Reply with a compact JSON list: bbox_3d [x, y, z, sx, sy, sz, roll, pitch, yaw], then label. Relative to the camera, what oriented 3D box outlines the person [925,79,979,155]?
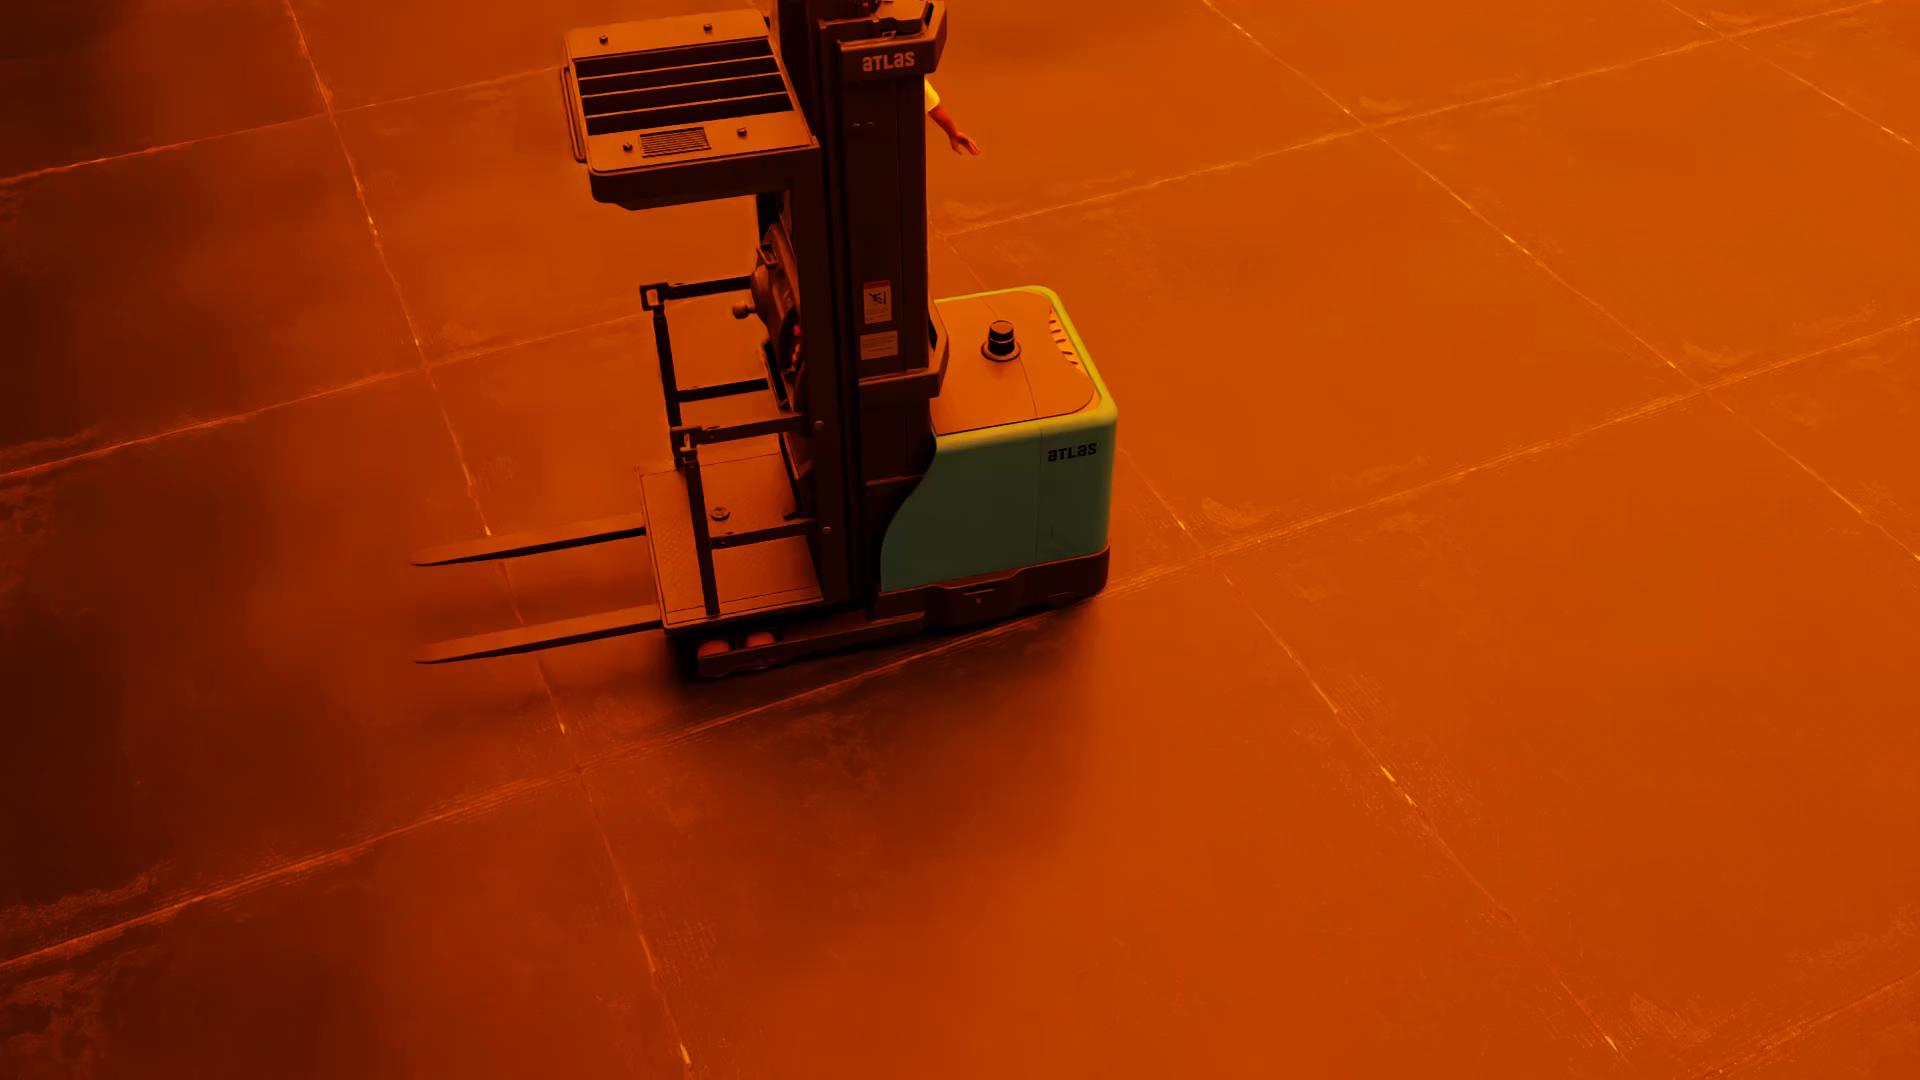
[{"bbox_3d":[-0.437,-1.961,8.796,1.214,1.654,0.516,-31,51,-29],"label":"person"}]

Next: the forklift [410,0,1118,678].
[{"bbox_3d":[-0.906,-0.879,6.622,3.031,2.935,1.130,-10,44,-11],"label":"forklift"}]
